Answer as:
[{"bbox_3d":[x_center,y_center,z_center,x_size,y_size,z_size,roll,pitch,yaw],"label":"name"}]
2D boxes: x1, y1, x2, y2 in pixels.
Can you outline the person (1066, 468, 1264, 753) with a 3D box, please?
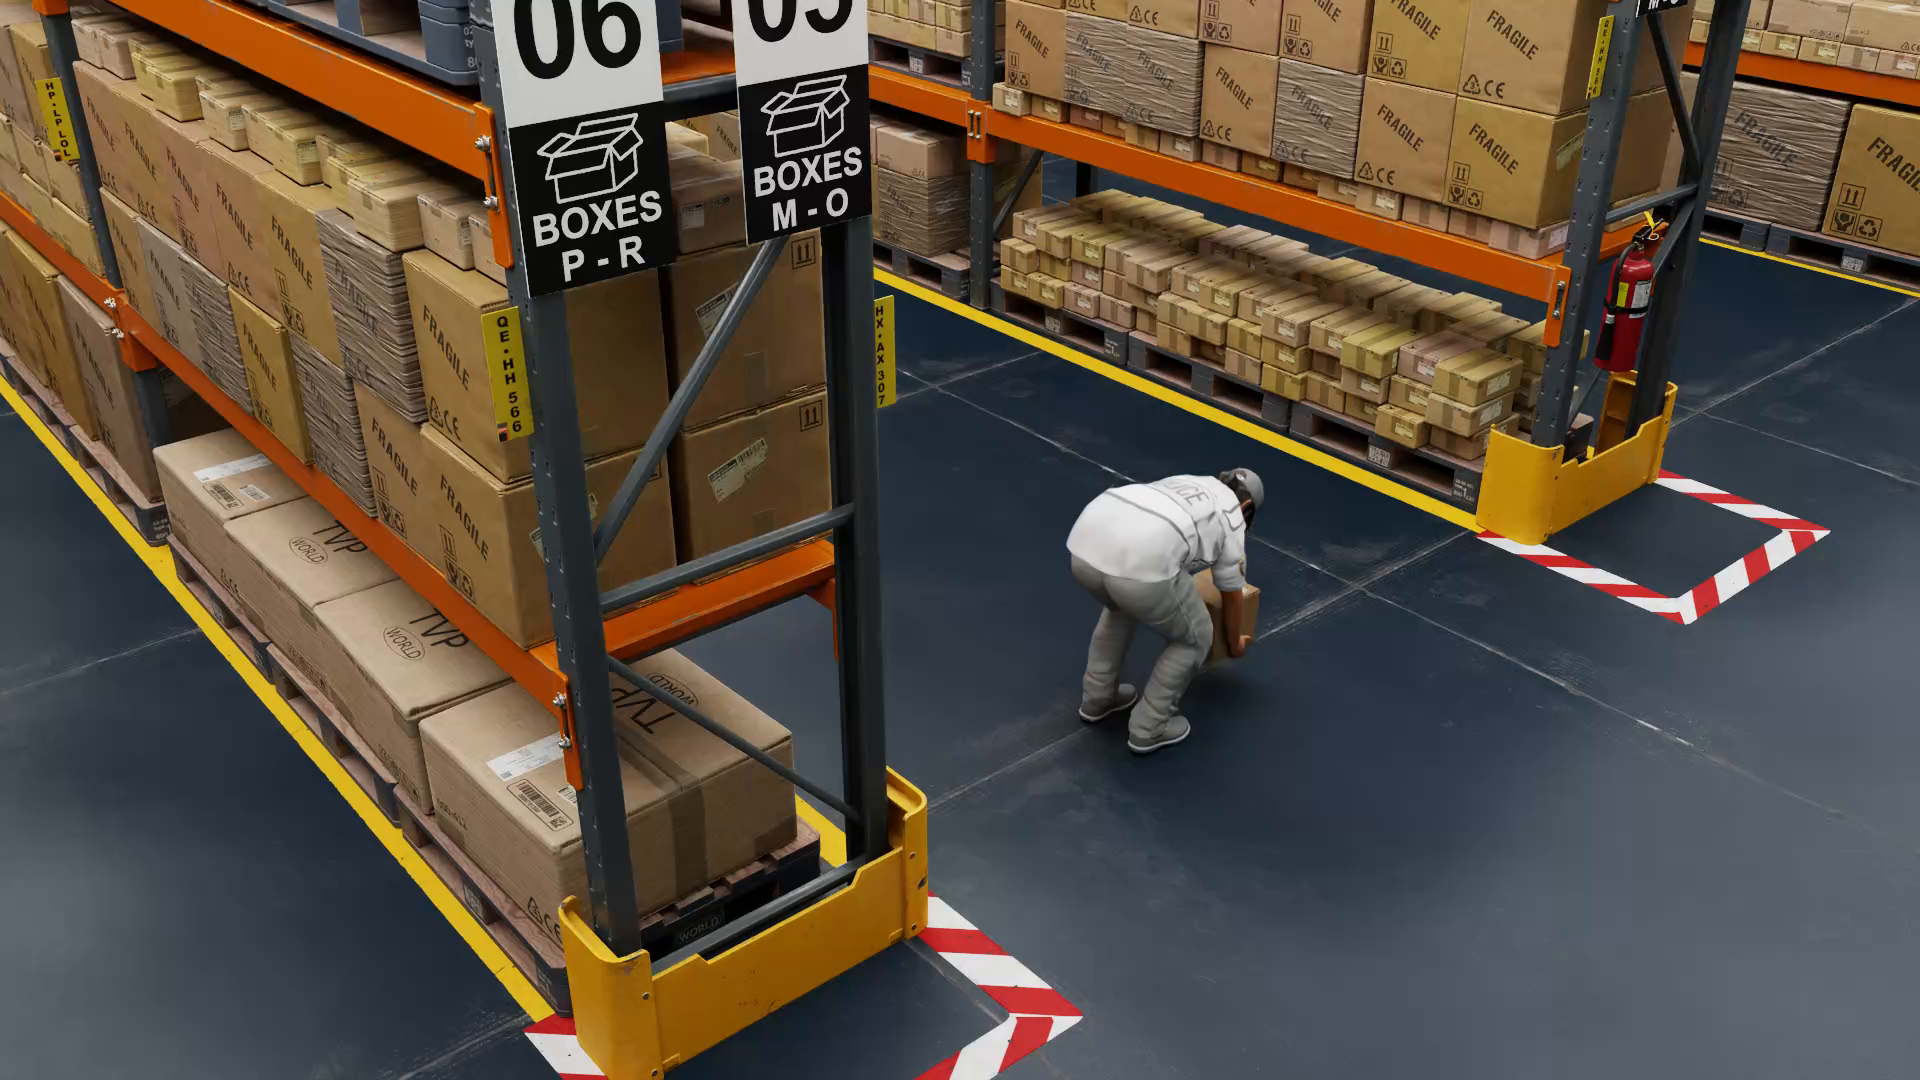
[{"bbox_3d":[0.821,0.215,6.400,0.951,1.025,0.494,-24,36,-37],"label":"person"}]
